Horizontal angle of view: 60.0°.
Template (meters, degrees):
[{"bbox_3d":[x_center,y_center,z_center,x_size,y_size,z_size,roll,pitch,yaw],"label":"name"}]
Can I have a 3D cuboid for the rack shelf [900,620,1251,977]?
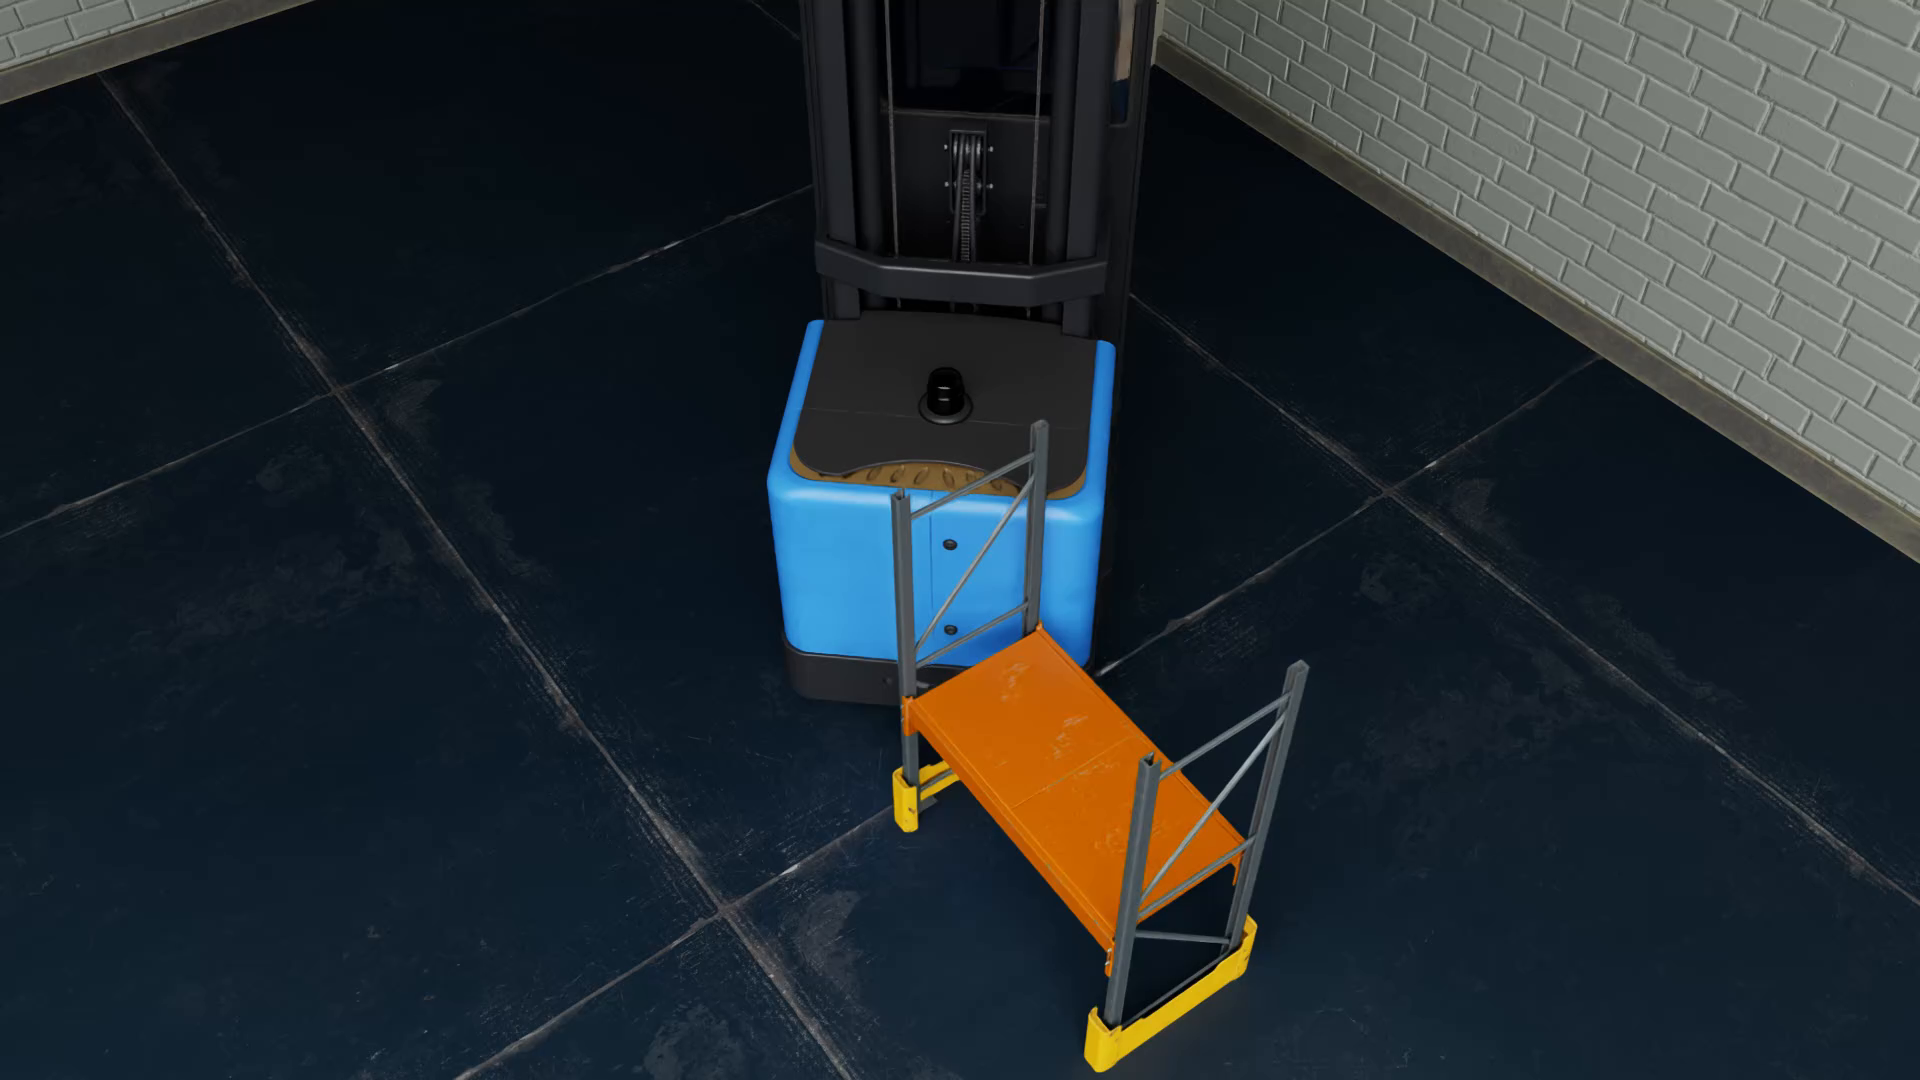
[{"bbox_3d":[0.325,0.717,4.830,0.538,0.185,1.000,-28,54,-23],"label":"rack shelf"}]

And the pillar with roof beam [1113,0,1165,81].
[{"bbox_3d":[-2.651,-3.574,3.416,9.100,9.000,0.400,-29,54,-24],"label":"pillar with roof beam"}]

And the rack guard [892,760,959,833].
[{"bbox_3d":[0.042,0.721,5.428,0.587,0.250,0.087,-28,54,-23],"label":"rack guard"}]

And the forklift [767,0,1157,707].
[{"bbox_3d":[0.081,-1.476,5.610,1.130,2.935,3.031,5,48,4],"label":"forklift"}]

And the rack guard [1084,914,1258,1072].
[{"bbox_3d":[0.619,1.323,4.882,0.587,0.250,0.087,-28,54,-23],"label":"rack guard"}]

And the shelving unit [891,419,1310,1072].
[{"bbox_3d":[0.330,0.602,4.692,0.587,1.500,1.083,-28,54,-23],"label":"shelving unit"}]

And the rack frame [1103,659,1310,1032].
[{"bbox_3d":[0.619,0.904,4.418,0.500,1.500,0.032,-28,54,-23],"label":"rack frame"}]

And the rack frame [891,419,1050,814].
[{"bbox_3d":[0.031,0.289,4.975,0.500,1.500,0.032,-28,54,-23],"label":"rack frame"}]
